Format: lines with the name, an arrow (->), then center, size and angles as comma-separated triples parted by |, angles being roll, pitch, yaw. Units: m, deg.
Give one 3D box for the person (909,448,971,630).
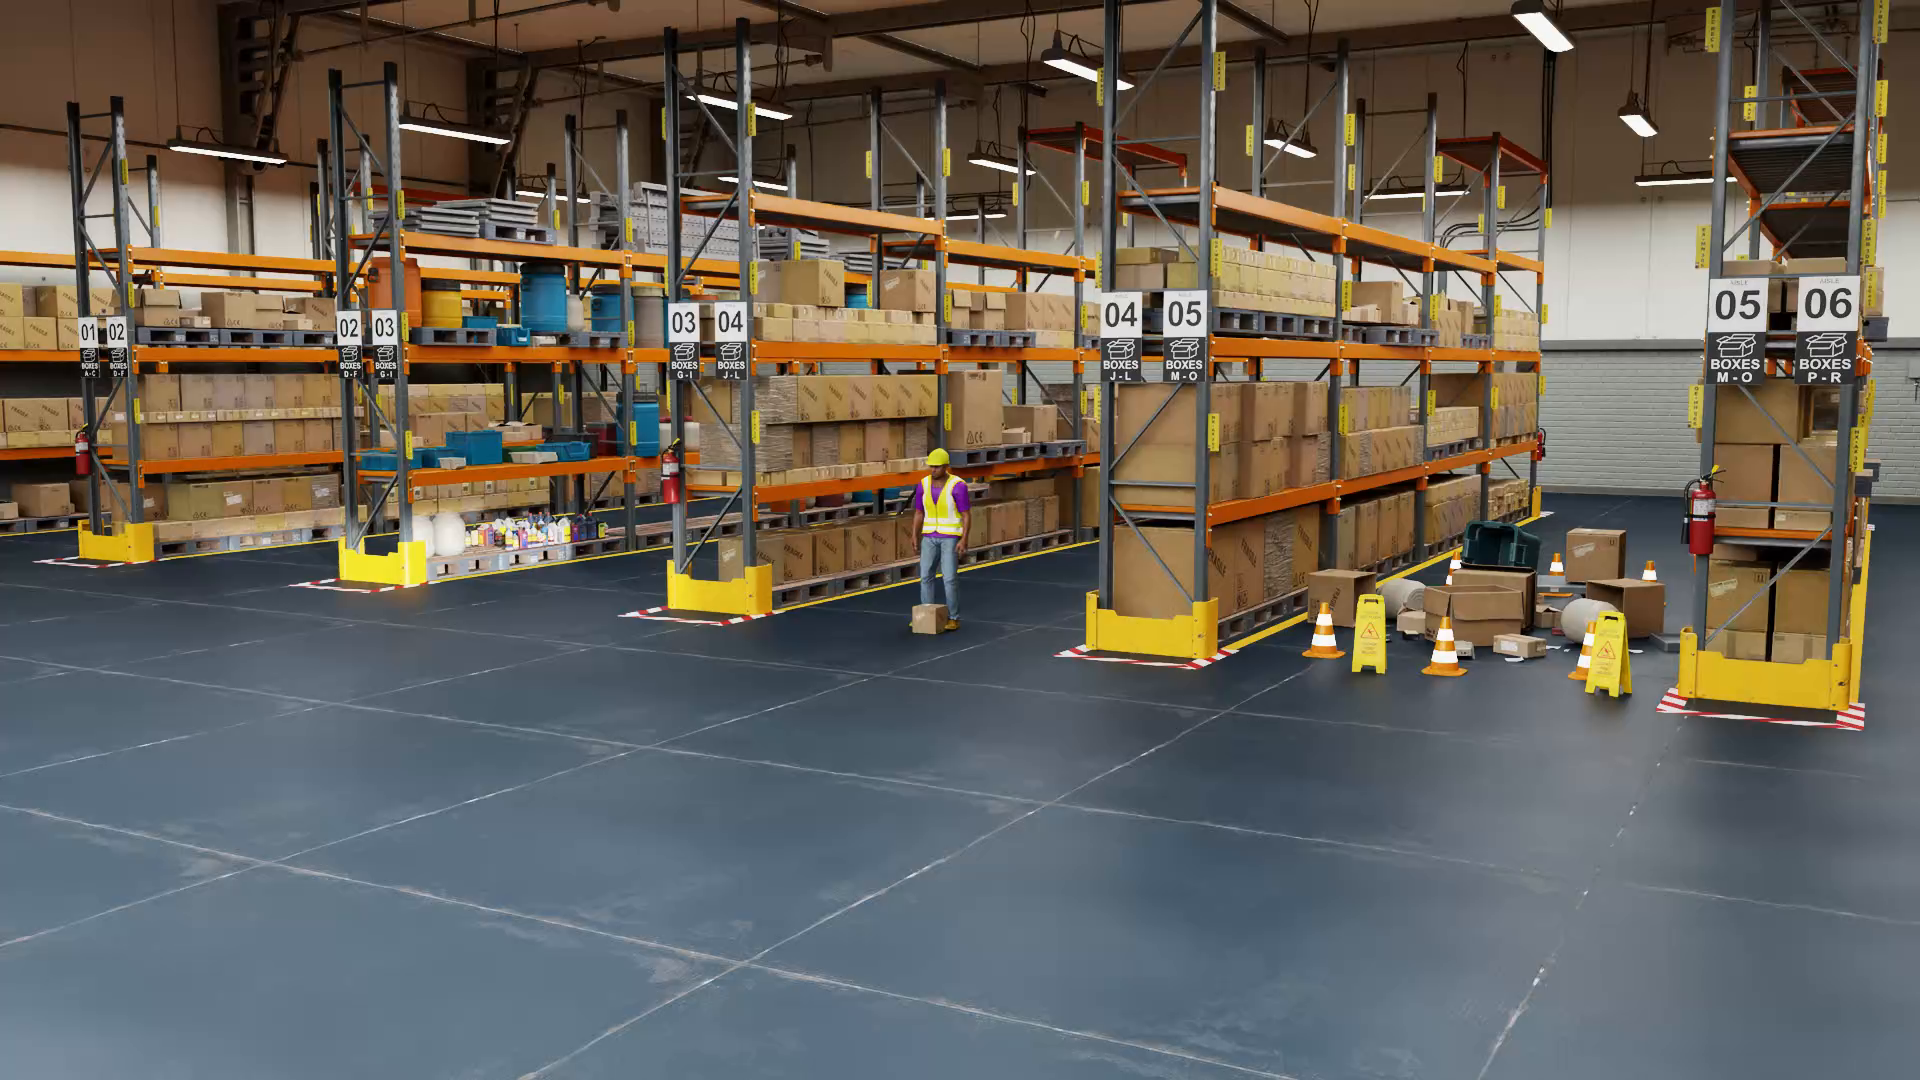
person -> -0.195, -0.012, 16.168 | 0.628, 1.761, 0.457 | 3, 7, 29
